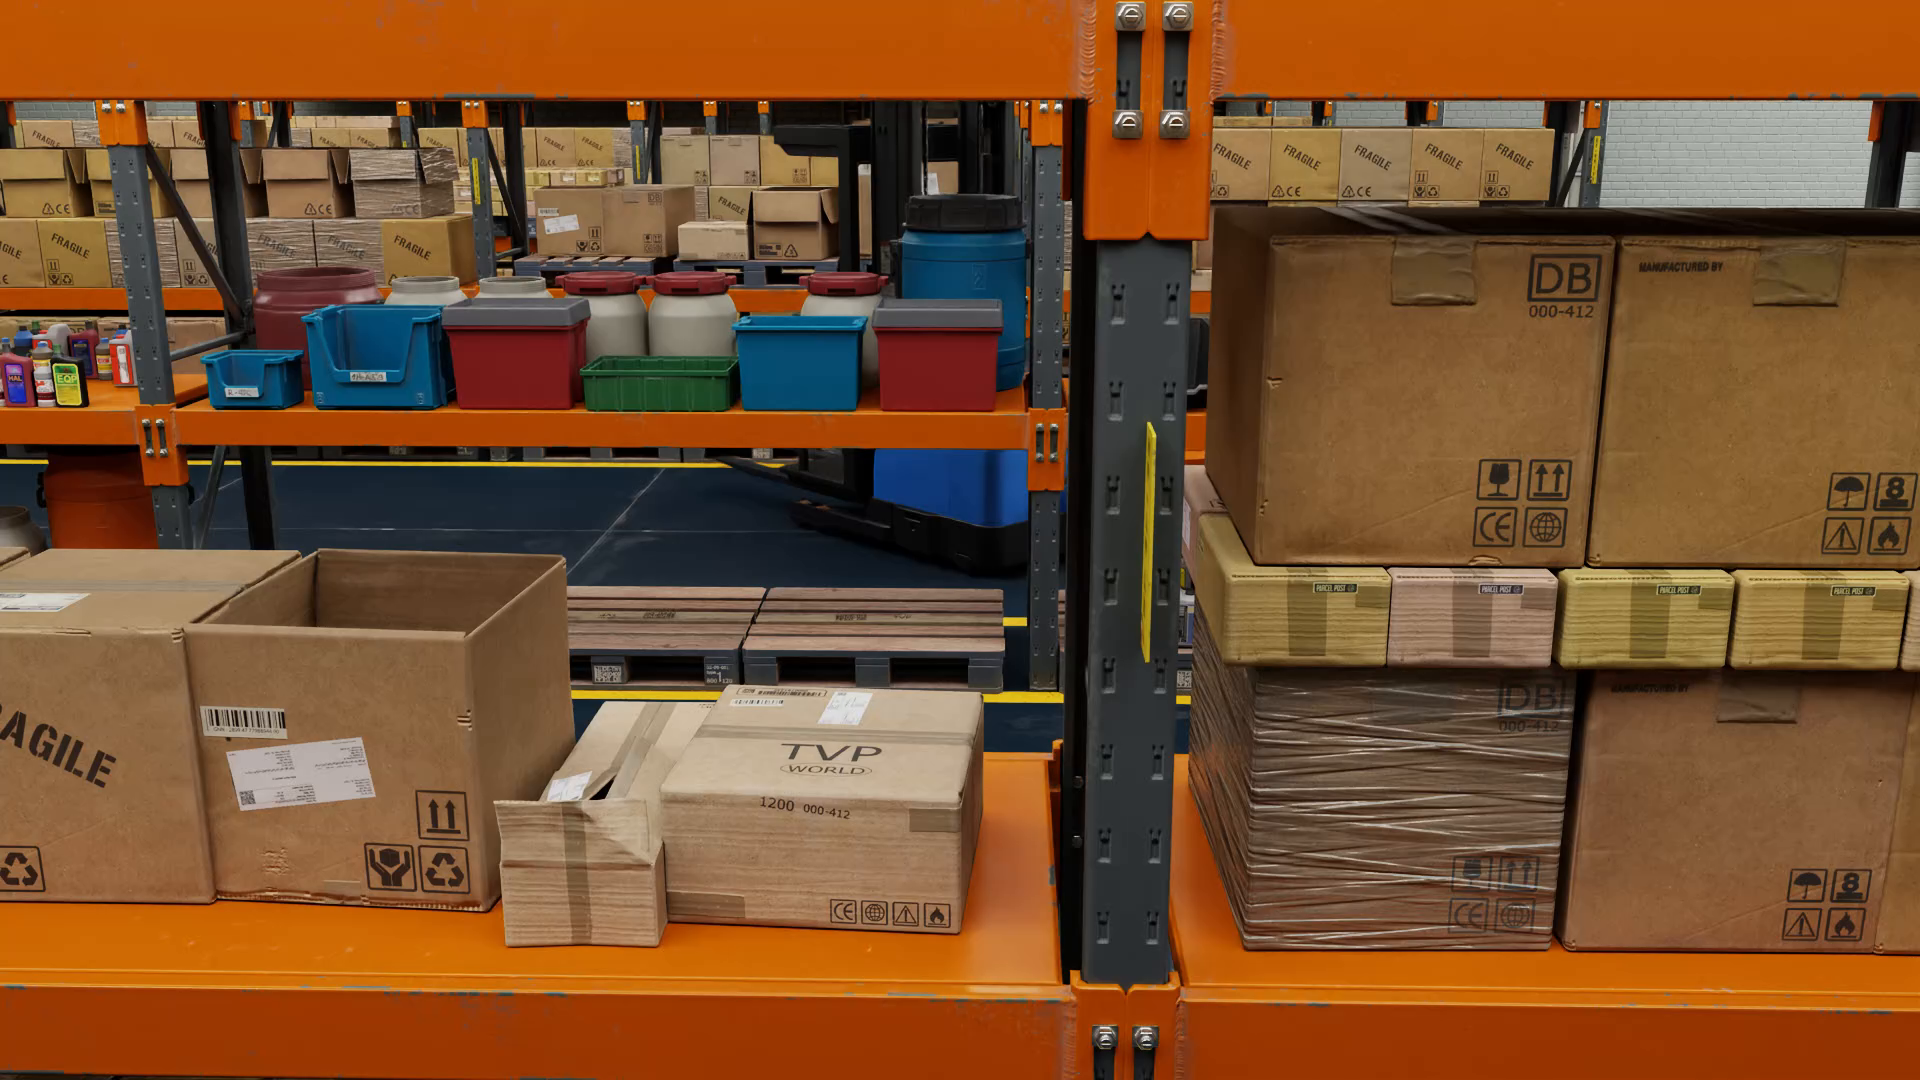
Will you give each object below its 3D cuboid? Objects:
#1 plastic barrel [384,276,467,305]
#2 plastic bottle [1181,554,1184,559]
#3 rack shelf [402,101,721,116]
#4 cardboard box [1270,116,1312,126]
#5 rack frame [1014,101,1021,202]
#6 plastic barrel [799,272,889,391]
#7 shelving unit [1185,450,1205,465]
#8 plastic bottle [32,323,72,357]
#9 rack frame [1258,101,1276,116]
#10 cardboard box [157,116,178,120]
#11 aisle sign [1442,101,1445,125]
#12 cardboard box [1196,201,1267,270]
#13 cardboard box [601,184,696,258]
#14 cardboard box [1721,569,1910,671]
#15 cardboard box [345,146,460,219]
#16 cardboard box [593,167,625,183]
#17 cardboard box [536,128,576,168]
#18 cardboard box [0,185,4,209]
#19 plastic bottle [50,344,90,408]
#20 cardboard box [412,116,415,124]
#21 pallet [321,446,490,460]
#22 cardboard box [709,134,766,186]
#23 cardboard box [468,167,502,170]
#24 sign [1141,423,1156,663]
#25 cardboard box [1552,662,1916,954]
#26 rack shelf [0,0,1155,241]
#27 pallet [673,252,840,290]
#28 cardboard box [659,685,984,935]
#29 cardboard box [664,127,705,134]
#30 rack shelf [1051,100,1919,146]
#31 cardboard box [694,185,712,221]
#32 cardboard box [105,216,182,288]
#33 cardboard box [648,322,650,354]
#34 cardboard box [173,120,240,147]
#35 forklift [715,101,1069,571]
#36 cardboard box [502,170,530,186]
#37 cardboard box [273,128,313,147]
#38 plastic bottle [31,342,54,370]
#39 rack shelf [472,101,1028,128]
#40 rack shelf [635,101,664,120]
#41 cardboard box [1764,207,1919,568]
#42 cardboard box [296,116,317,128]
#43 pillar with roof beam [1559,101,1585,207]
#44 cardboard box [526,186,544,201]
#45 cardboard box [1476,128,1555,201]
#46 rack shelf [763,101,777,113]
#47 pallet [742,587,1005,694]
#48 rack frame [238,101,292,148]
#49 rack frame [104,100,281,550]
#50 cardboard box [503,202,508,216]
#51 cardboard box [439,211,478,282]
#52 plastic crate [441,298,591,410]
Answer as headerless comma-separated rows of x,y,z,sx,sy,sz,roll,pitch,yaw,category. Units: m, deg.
-2.567,-1.005,8.048,0.421,0.512,0.421,0,15,0,plastic barrel
1.049,0.122,8.327,0.185,0.351,0.144,0,15,0,plastic bottle
-5.220,-5.809,22.006,4.000,0.370,1.077,0,15,1,rack shelf
4.260,-5.264,21.674,0.500,0.500,0.700,0,15,0,cardboard box
0.778,-4.667,22.149,0.127,3.000,1.000,0,15,1,rack frame
-0.553,-1.004,8.001,0.433,0.535,0.433,0,15,0,plastic barrel
1.542,-0.645,9.846,1.083,1.500,0.587,-5,15,-17,shelving unit
-4.488,-0.931,8.232,0.135,0.276,0.152,0,15,1,plastic bottle
4.899,-5.907,26.848,0.127,3.000,1.000,0,15,1,rack frame
-10.350,-5.503,21.891,0.250,0.149,0.380,1,15,3,cardboard box
4.814,-4.558,16.640,0.004,0.787,0.394,0,15,1,aisle sign
1.974,-2.323,12.487,0.500,0.500,0.875,0,15,1,cardboard box
-2.373,-2.446,12.711,0.500,0.500,0.700,3,15,10,cardboard box
1.303,0.080,2.690,0.250,0.149,0.380,0,15,1,cardboard box
-4.205,-2.708,12.562,0.637,0.503,0.797,1,15,3,cardboard box
-3.708,-3.852,17.562,0.250,0.149,0.380,0,15,2,cardboard box
-5.260,-5.173,21.910,0.500,0.500,0.500,0,15,1,cardboard box
-9.777,-3.598,17.317,0.500,0.500,0.500,1,15,2,cardboard box
-4.016,-0.740,7.494,0.133,0.283,0.061,0,15,1,plastic bottle
-7.529,-5.633,22.382,0.250,0.149,0.380,0,15,1,cardboard box
-4.260,-0.842,13.117,1.213,0.211,1.003,0,15,1,pallet
-2.292,-3.953,17.289,0.500,0.500,0.700,0,15,1,cardboard box
-5.018,-3.860,17.593,0.250,0.149,0.380,1,15,3,cardboard box
0.264,0.003,2.332,0.005,0.325,0.100,0,15,1,sign
1.239,0.341,2.970,0.500,0.500,0.700,0,15,1,cardboard box
-1.732,-0.729,2.753,4.000,0.370,1.077,0,15,1,rack shelf
-1.494,-2.071,12.684,1.213,0.211,1.003,0,15,1,pallet
-0.226,0.467,2.984,0.500,0.250,0.500,1,15,5,cardboard box
-3.708,-5.290,22.356,0.500,0.500,0.500,0,15,0,cardboard box
2.397,-1.966,7.442,4.000,0.370,1.077,0,15,1,rack shelf
-2.805,-3.407,17.176,0.500,0.500,0.500,1,15,2,cardboard box
-6.017,-2.167,12.478,0.500,0.500,0.500,0,15,0,cardboard box
-2.273,-1.535,12.845,0.500,0.250,0.500,2,15,8,cardboard box
-7.722,-4.066,17.131,0.500,0.500,0.500,0,15,-1,cardboard box
-0.452,-1.550,10.468,1.130,2.935,3.031,-13,20,-41,forklift
-4.528,-3.690,16.950,0.250,0.149,0.380,1,15,3,cardboard box
-8.715,-5.190,21.975,0.500,0.500,0.500,1,15,2,cardboard box
-4.472,-0.863,8.120,0.097,0.201,0.097,0,15,0,plastic bottle
-1.475,-3.255,12.329,4.000,0.370,1.077,0,15,1,rack shelf
-1.247,-4.520,17.120,4.000,0.370,1.077,0,15,1,rack shelf
1.717,-0.281,2.787,0.500,0.500,0.700,0,15,1,cardboard box
-8.550,-5.508,21.911,0.250,0.149,0.380,0,15,1,cardboard box
10.114,-7.905,22.662,0.400,9.000,9.100,0,15,1,pillar with roof beam
-4.282,-3.545,16.982,0.250,0.149,0.380,1,15,3,cardboard box
3.967,-2.730,12.068,0.500,0.500,0.500,0,15,1,cardboard box
-1.099,-7.048,26.706,4.000,0.370,1.077,0,15,1,rack shelf
-0.388,0.476,8.120,1.213,0.211,1.003,0,15,1,pallet
-7.245,-3.456,17.559,0.127,3.000,1.000,0,15,1,rack frame
-3.601,-0.903,7.881,0.127,3.000,1.000,0,15,1,rack frame
-4.506,-3.404,17.031,0.250,0.149,0.380,0,15,1,cardboard box
-3.953,-2.287,12.931,0.500,0.500,0.500,1,15,3,cardboard box
-1.993,-0.845,7.538,0.583,0.464,0.402,0,15,1,plastic crate
